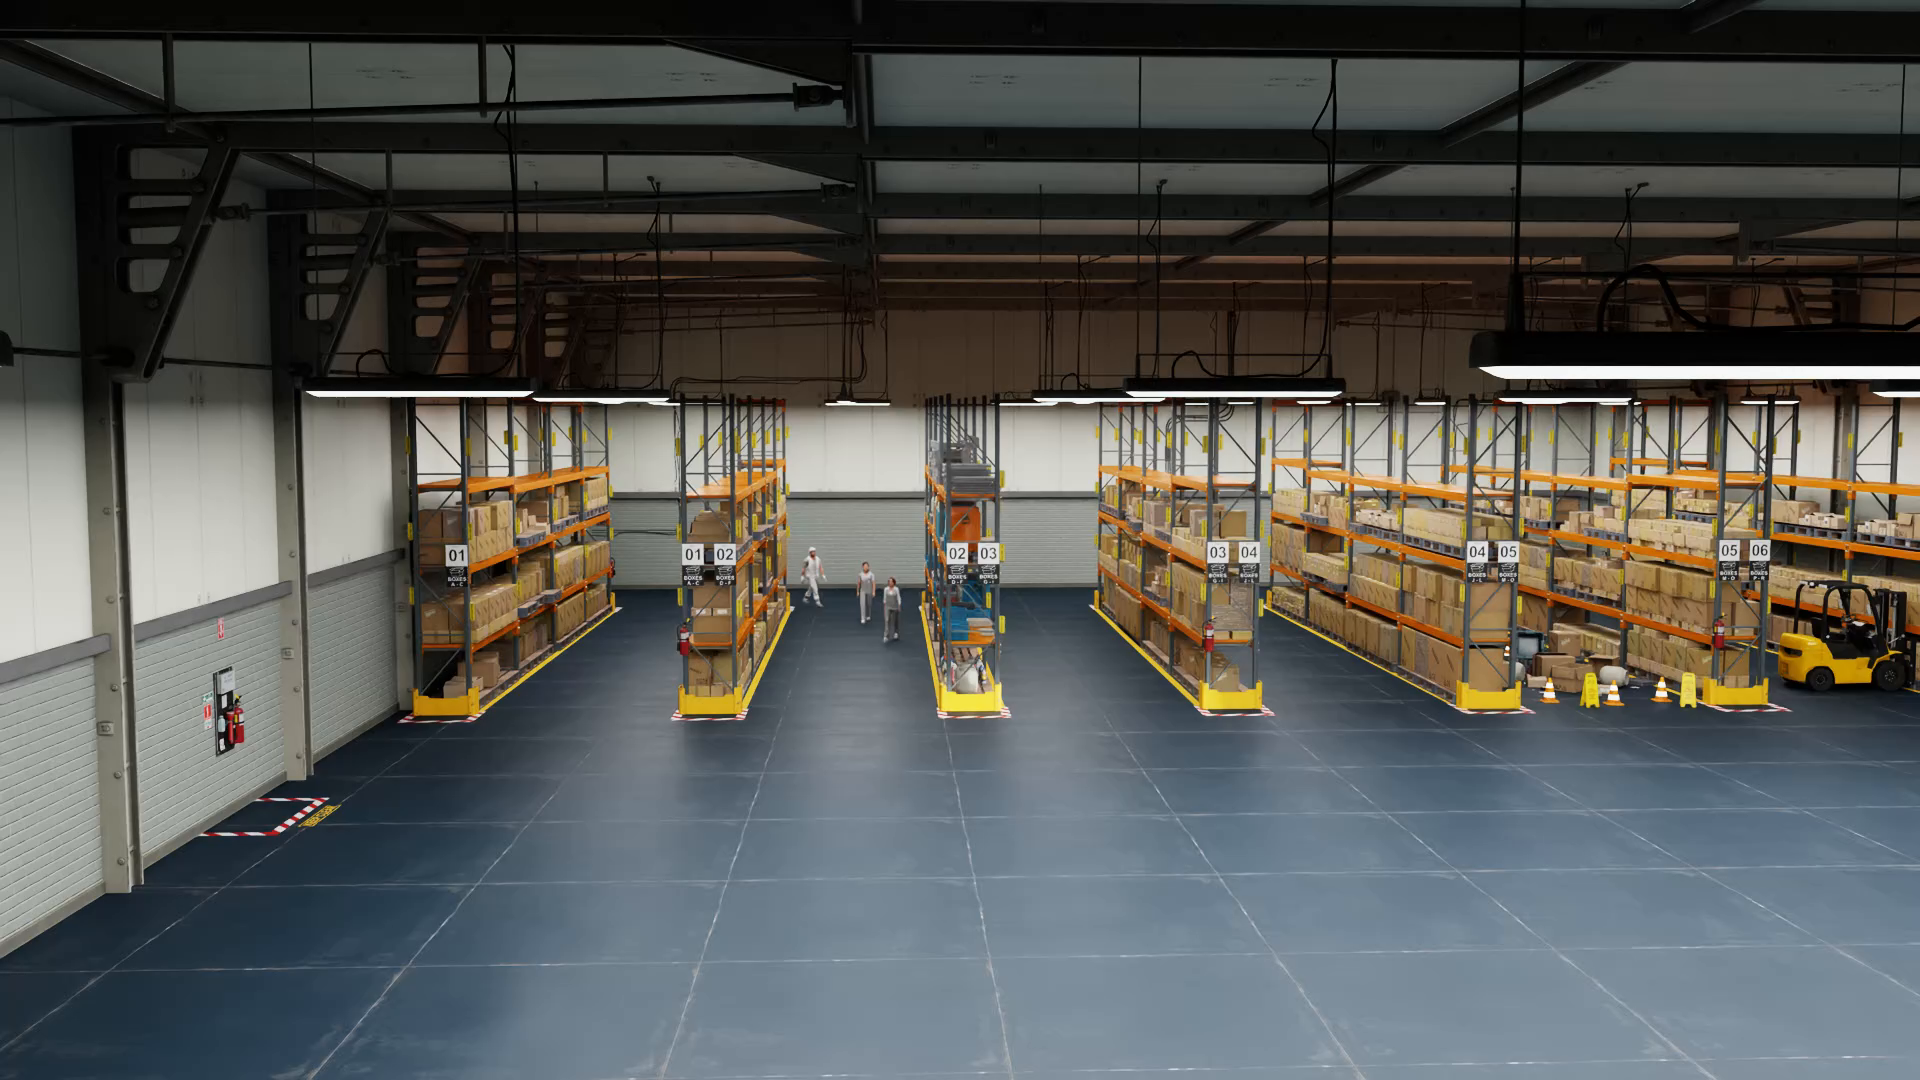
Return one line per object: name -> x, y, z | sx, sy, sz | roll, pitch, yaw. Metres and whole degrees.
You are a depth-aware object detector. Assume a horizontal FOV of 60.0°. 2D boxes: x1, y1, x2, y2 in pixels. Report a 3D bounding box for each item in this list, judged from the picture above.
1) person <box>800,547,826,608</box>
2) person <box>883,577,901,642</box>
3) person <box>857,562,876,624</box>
person -> -4.232, 1.069, 47.915 | 0.573, 1.744, 1.090 | -4, 6, -44
person -> -1.676, 1.689, 40.977 | 0.480, 1.547, 0.961 | 1, 5, 7
person -> -2.504, 1.397, 44.362 | 0.503, 1.604, 1.064 | 0, 5, -2
